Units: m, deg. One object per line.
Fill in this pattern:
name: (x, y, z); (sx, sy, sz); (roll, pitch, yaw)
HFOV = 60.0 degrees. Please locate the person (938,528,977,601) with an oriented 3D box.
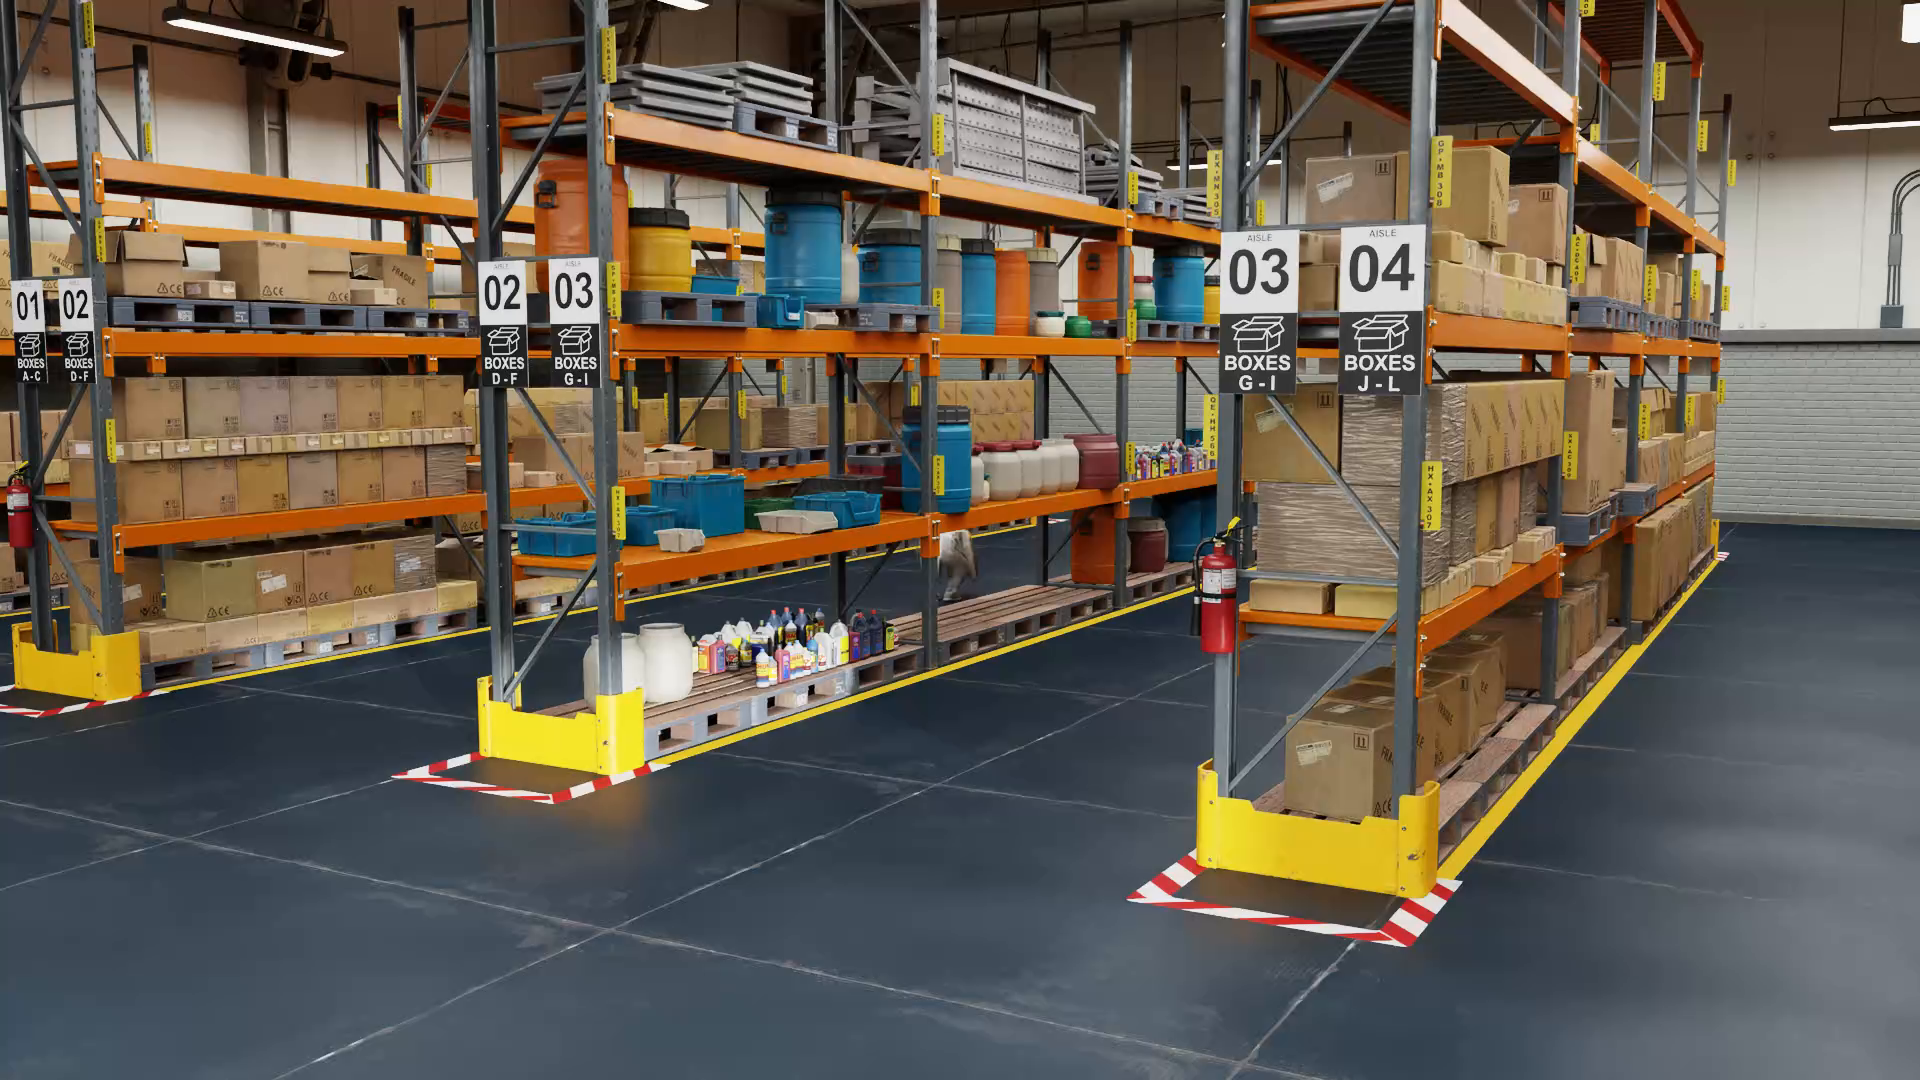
person: (-0.114, 0.140, 18.184); (0.462, 1.008, 0.920); (3, 7, 26)
